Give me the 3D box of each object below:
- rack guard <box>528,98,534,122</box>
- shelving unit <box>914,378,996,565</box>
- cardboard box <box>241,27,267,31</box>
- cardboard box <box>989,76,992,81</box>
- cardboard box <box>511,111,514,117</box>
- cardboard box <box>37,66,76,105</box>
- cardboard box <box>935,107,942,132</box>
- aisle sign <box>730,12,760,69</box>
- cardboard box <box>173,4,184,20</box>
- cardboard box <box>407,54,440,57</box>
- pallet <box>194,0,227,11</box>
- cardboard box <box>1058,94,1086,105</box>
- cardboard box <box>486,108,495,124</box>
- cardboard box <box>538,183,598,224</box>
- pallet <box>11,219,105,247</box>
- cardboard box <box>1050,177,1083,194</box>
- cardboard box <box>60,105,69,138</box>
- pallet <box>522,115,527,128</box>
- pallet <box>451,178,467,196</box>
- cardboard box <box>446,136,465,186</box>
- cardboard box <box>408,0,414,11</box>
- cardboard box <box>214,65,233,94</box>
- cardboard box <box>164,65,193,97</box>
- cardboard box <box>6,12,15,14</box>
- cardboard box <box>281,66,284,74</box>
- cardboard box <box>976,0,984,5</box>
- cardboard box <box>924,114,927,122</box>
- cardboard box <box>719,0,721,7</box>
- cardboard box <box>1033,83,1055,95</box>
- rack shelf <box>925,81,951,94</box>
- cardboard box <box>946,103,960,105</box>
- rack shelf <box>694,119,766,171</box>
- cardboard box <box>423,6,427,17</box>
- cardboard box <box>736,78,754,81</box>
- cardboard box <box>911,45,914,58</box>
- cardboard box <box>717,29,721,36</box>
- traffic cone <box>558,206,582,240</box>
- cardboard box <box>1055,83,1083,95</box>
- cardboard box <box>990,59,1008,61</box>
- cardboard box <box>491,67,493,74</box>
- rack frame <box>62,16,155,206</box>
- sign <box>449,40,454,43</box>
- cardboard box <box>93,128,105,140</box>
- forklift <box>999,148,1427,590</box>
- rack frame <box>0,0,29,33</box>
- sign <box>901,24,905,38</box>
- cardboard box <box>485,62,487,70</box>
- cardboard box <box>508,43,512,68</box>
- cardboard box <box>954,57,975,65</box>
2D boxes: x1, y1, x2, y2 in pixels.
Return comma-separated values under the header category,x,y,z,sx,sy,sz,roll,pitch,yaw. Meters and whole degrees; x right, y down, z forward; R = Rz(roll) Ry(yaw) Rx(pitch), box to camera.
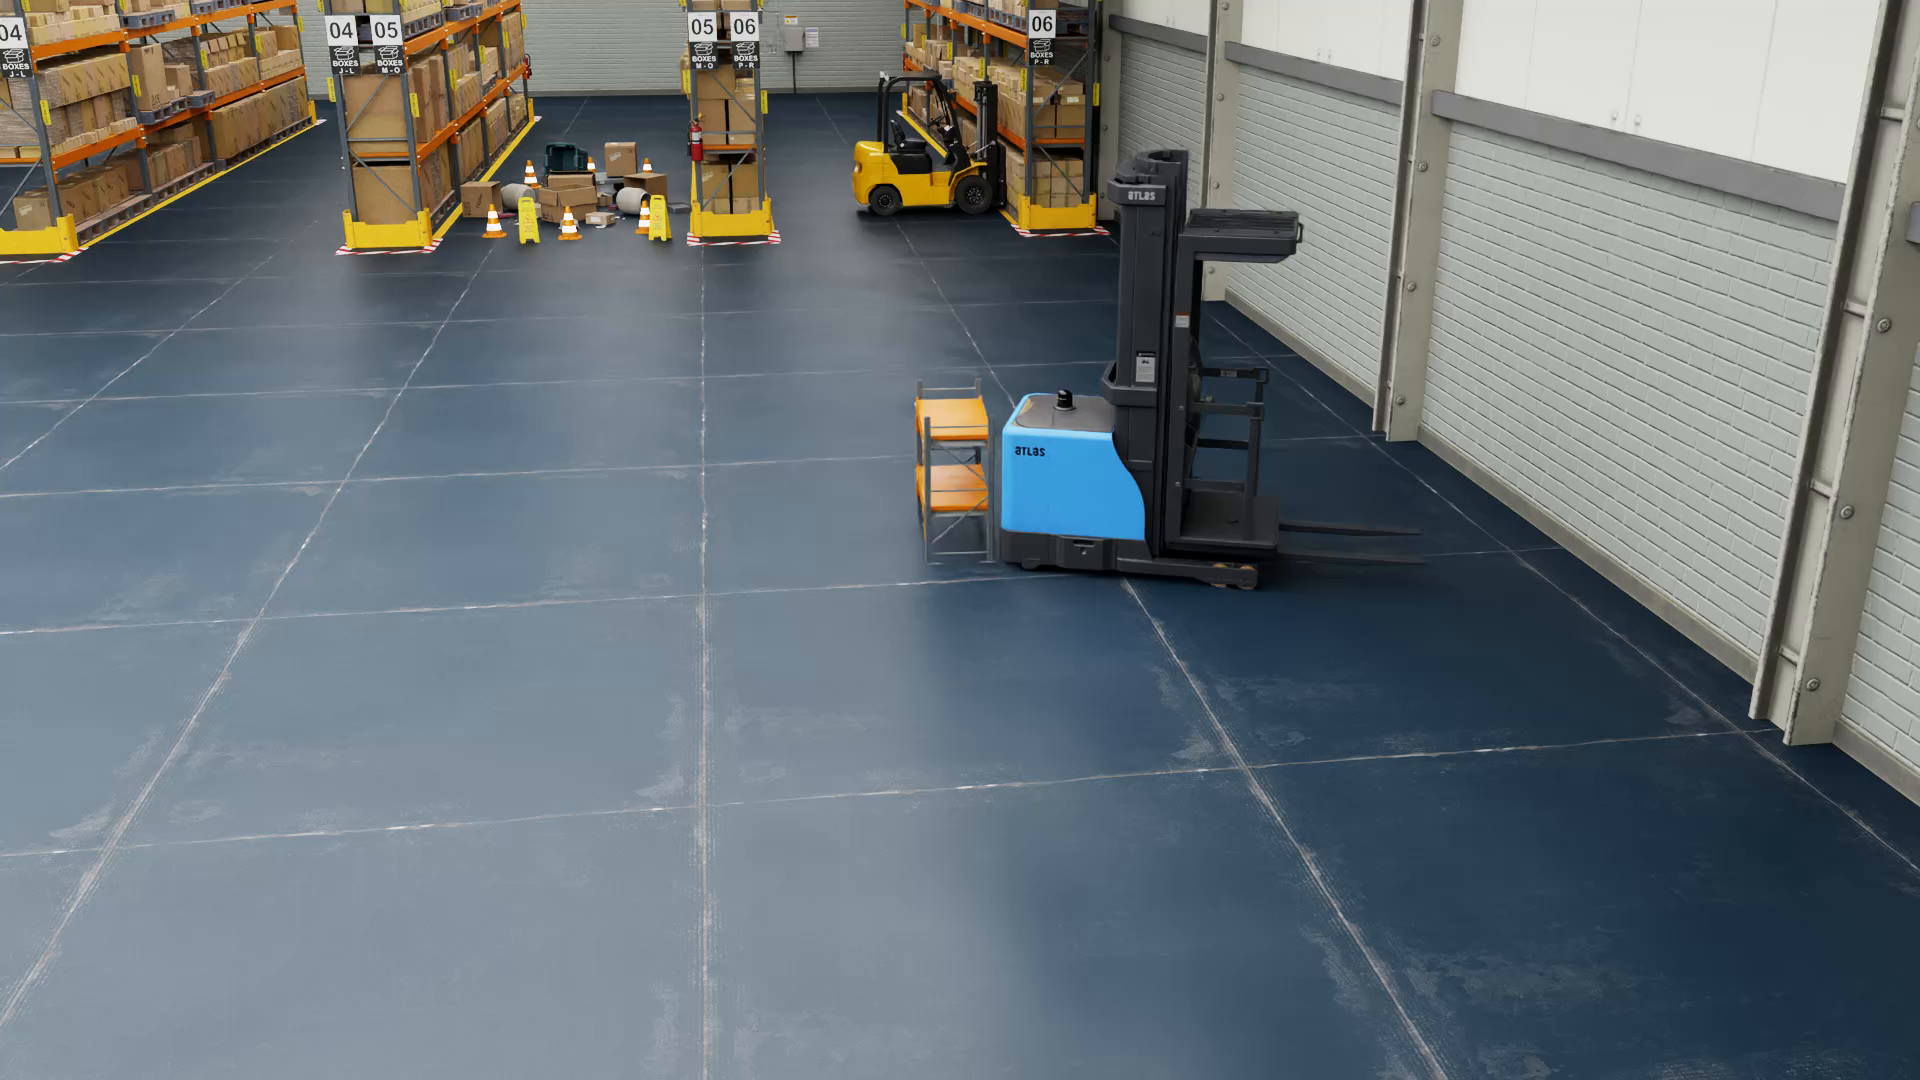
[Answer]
category,x,y,z,sx,sy,sz,roll,pitch,yaw
rack guard,-10.596,-10.052,38.916,1.175,0.500,0.348,-3,21,-8
shelving unit,-0.046,-0.535,12.541,0.538,1.125,1.048,-2,21,-4
cardboard box,-15.656,-11.102,36.871,0.500,0.500,0.500,-3,21,-9
cardboard box,0.703,-7.858,28.398,0.380,0.149,0.250,-3,21,-9
cardboard box,-10.015,-9.362,36.545,0.380,0.149,0.250,-2,21,-5
cardboard box,-13.098,-6.527,23.907,0.500,0.500,0.500,-3,21,-8
cardboard box,-0.234,-8.891,35.206,0.500,0.500,0.500,-4,21,-9
aisle sign,-3.101,-7.206,24.008,0.394,0.787,0.004,-3,21,-8
cardboard box,-13.981,-9.276,29.192,0.500,0.250,0.500,-3,21,-8
cardboard box,-8.858,-7.541,26.863,0.875,0.550,0.550,-3,21,-8
pallet,-14.686,-10.188,31.691,1.003,0.211,1.213,-2,21,-5
cardboard box,1.702,-6.727,25.371,0.380,0.149,0.250,-3,21,-9
cardboard box,-9.387,-8.283,32.507,0.500,0.250,0.500,-3,21,-8
cardboard box,-6.175,-5.305,26.202,0.637,0.503,0.797,17,27,39
pallet,-13.317,-4.498,24.457,1.003,0.211,1.213,-3,21,-8
cardboard box,1.632,-5.562,25.936,0.500,0.250,0.500,-3,21,-7
cardboard box,-13.466,-6.040,24.032,0.875,0.500,0.500,-3,21,-8
pallet,-10.514,-9.634,38.208,1.003,0.211,1.213,-3,21,-8
pallet,-9.063,-6.052,28.617,1.003,0.211,1.213,-3,21,-8
cardboard box,-9.056,-6.448,28.308,1.050,0.750,0.750,-3,21,-8
cardboard box,-8.191,-7.783,24.027,0.500,0.250,0.500,-3,21,-8
cardboard box,-14.331,-8.849,31.978,0.500,0.500,0.500,-3,21,-9
cardboard box,-14.080,-8.135,29.466,0.700,0.500,0.500,0,20,0
cardboard box,-13.614,-7.460,23.759,0.380,0.149,0.250,-3,21,-7
cardboard box,-14.893,-10.191,36.072,0.380,0.149,0.250,-4,21,-9
cardboard box,0.572,-9.476,28.898,0.500,0.311,0.500,-4,21,-9
cardboard box,-0.606,-9.440,37.179,0.380,0.149,0.250,-4,21,-9
cardboard box,-3.838,-8.204,25.326,0.380,0.149,0.250,-4,21,-9
cardboard box,1.234,-6.849,25.273,0.380,0.149,0.250,-3,21,-8
rack shelf,0.053,-9.371,34.548,1.077,0.370,4.000,-3,21,-8
cardboard box,-0.144,-8.964,34.475,0.380,0.149,0.250,-4,21,-10
rack shelf,-3.705,-6.350,26.458,1.077,0.370,4.000,-3,21,-8
cardboard box,-8.288,-7.987,25.144,0.380,0.149,0.250,-3,21,-8
cardboard box,-3.683,-7.424,27.739,0.500,0.500,0.500,-3,21,-9
cardboard box,-0.864,-11.334,38.565,0.500,0.250,0.500,-3,21,-9
cardboard box,-3.789,-7.661,25.012,0.380,0.149,0.250,-3,21,-7
traffic cone,-5.805,-4.716,24.682,0.336,0.463,0.334,-3,21,-8
cardboard box,1.657,-6.863,25.309,0.380,0.149,0.250,-3,21,-9
cardboard box,0.714,-9.086,31.687,0.380,0.149,0.250,-3,21,-8
cardboard box,-9.624,-9.457,33.508,0.380,0.149,0.250,-4,21,-10
rack frame,-13.800,-6.880,26.848,1.000,3.000,0.127,-3,21,-8
sign,-10.566,-10.240,34.609,0.100,0.325,0.005,-3,21,-8
cardboard box,-13.276,-6.182,25.340,0.380,0.149,0.250,-3,21,-8
forklift,1.857,-1.224,11.804,3.031,2.935,1.130,4,21,11
rack frame,-13.223,-8.305,22.091,1.000,3.000,0.127,-3,21,-8
sign,-1.349,-12.164,39.760,0.100,0.325,0.005,-3,21,-8
cardboard box,-9.512,-9.321,32.720,0.380,0.149,0.250,-3,21,-8
cardboard box,-9.931,-10.406,35.722,0.500,0.500,0.500,-3,21,-8
cardboard box,0.096,-9.241,32.102,0.380,0.149,0.250,-2,21,-6
